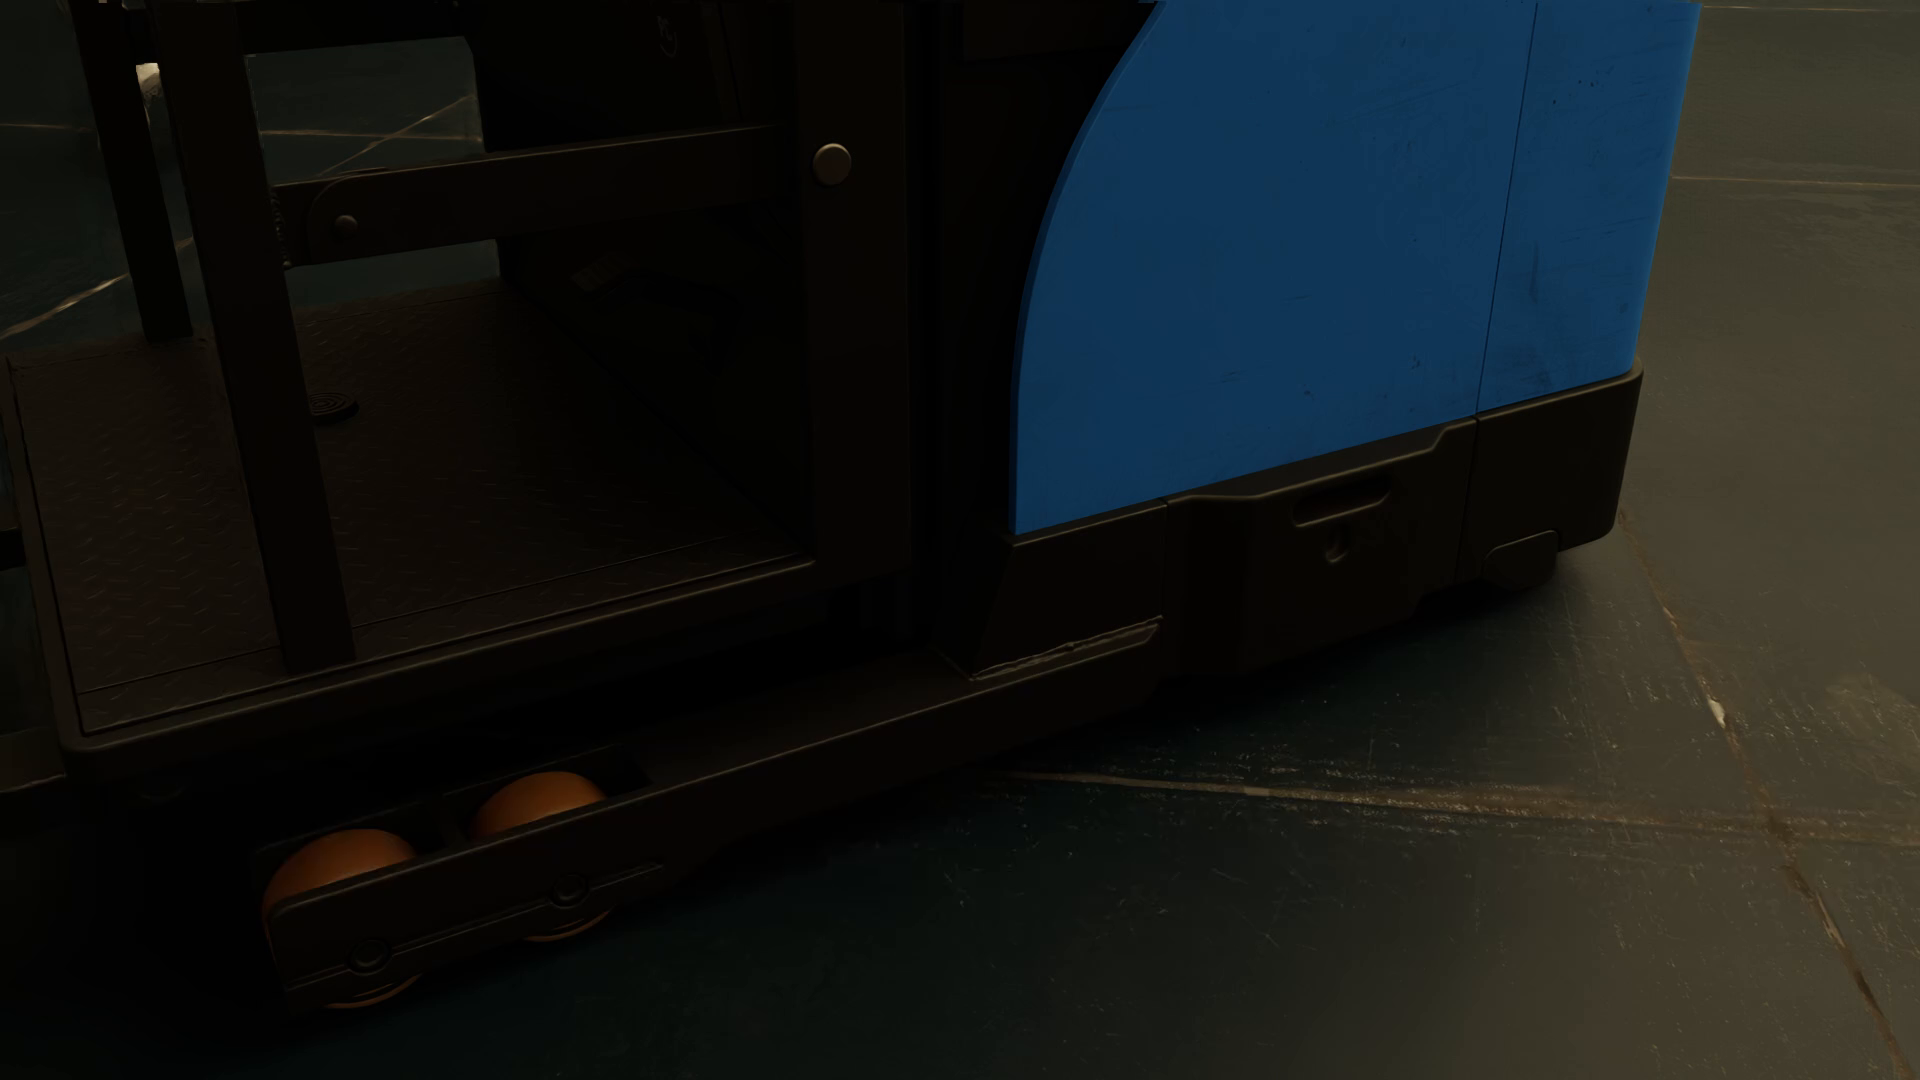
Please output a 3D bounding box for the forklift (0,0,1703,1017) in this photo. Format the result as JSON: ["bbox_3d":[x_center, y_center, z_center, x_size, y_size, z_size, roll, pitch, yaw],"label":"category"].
[{"bbox_3d":[-0.589,-1.132,1.486,3.031,2.935,1.130,-15,30,-27],"label":"forklift"}]

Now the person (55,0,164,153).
[{"bbox_3d":[-2.194,-1.895,4.333,0.765,1.758,0.502,-22,34,-37],"label":"person"}]
